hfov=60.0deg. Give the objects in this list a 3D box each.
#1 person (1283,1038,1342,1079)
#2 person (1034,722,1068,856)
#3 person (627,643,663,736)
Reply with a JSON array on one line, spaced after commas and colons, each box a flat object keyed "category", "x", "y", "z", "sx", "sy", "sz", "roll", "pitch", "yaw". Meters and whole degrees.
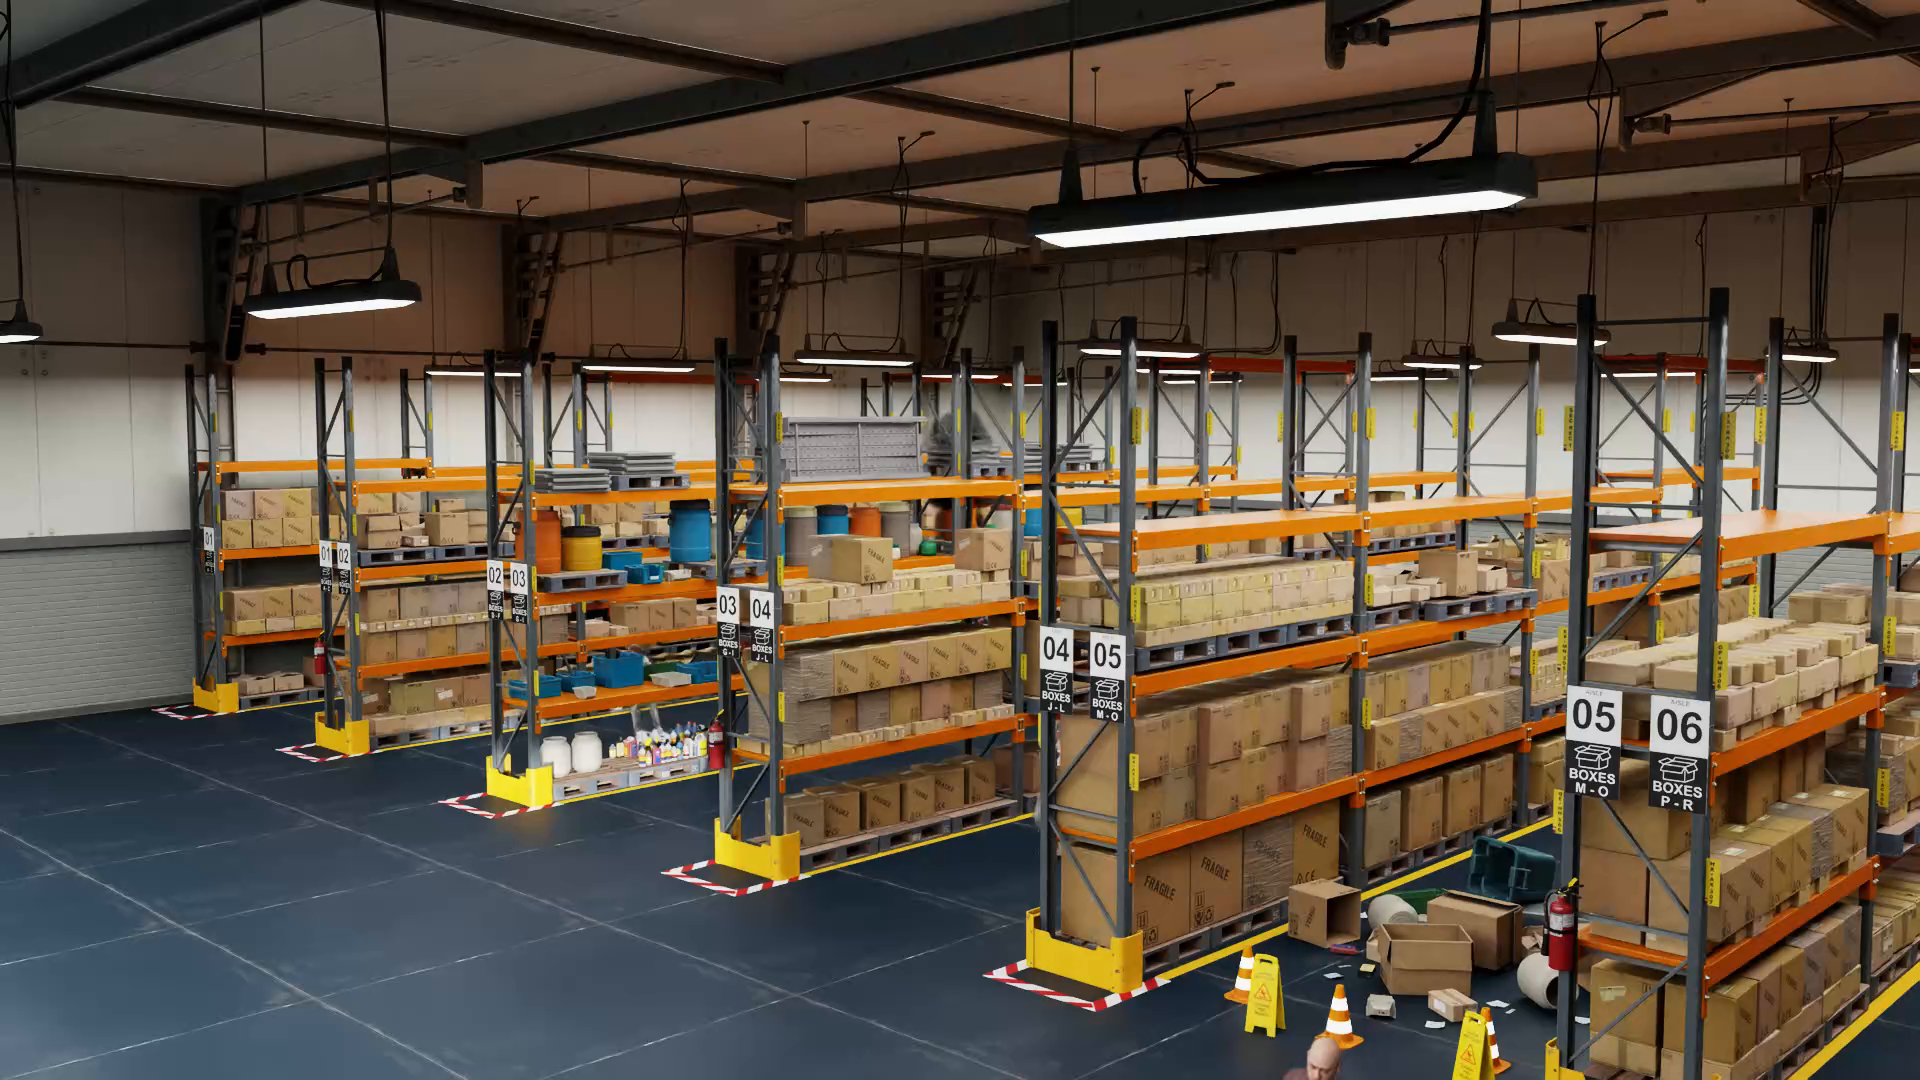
[{"category": "person", "x": 1.912, "y": 3.576, "z": 9.190, "sx": 0.756, "sy": 1.735, "sz": 0.716, "roll": 3, "pitch": 5, "yaw": 36}, {"category": "person", "x": 1.089, "y": 2.878, "z": 19.111, "sx": 0.571, "sy": 1.620, "sz": 0.755, "roll": 3, "pitch": 5, "yaw": 30}, {"category": "person", "x": -5.061, "y": 2.402, "z": 26.525, "sx": 0.563, "sy": 1.558, "sz": 0.786, "roll": 0, "pitch": 4, "yaw": -1}]
